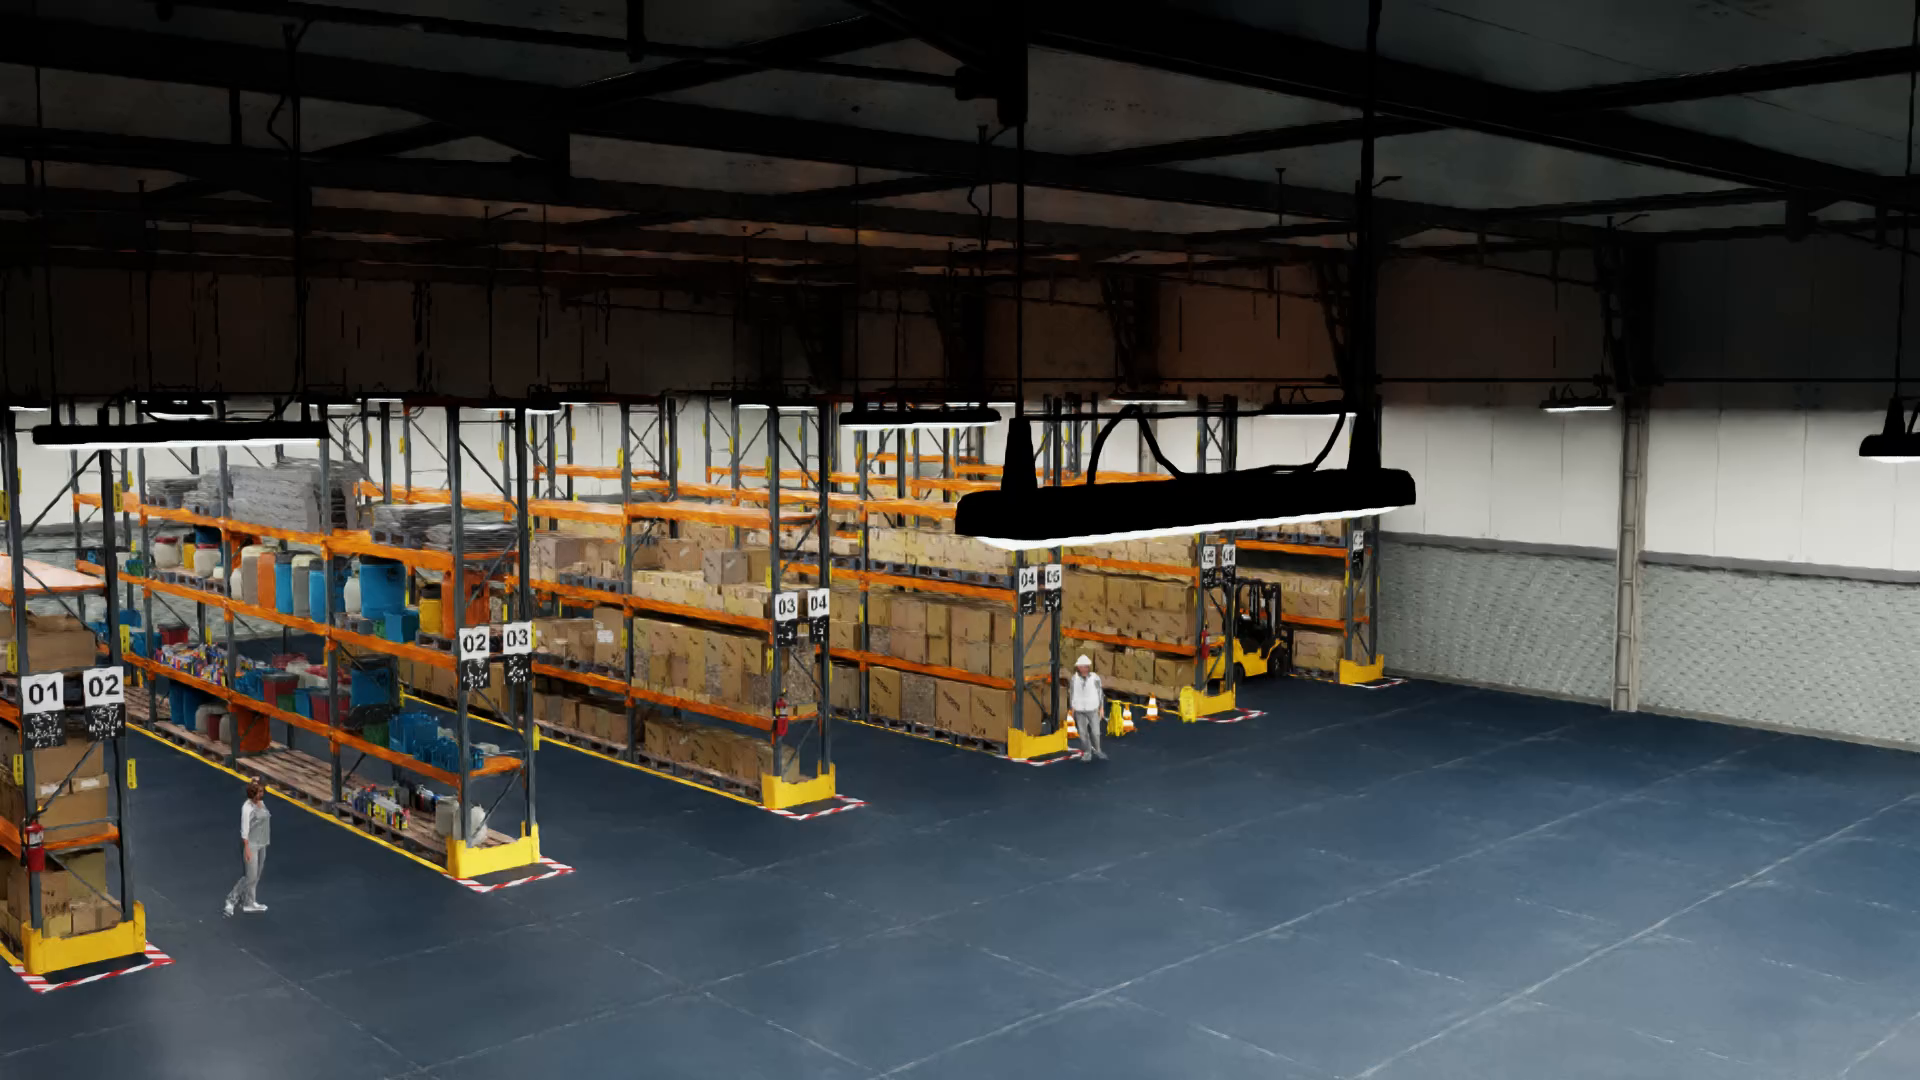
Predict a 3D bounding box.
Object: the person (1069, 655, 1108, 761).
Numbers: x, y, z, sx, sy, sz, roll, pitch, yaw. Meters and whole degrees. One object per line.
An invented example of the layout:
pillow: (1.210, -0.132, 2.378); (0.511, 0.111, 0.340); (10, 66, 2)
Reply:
person: (2.125, 2.781, 27.533); (0.645, 1.765, 0.419); (1, 6, 15)

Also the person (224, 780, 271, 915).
person: (-8.430, 3.638, 19.639); (0.462, 1.586, 0.572); (0, 6, 5)
